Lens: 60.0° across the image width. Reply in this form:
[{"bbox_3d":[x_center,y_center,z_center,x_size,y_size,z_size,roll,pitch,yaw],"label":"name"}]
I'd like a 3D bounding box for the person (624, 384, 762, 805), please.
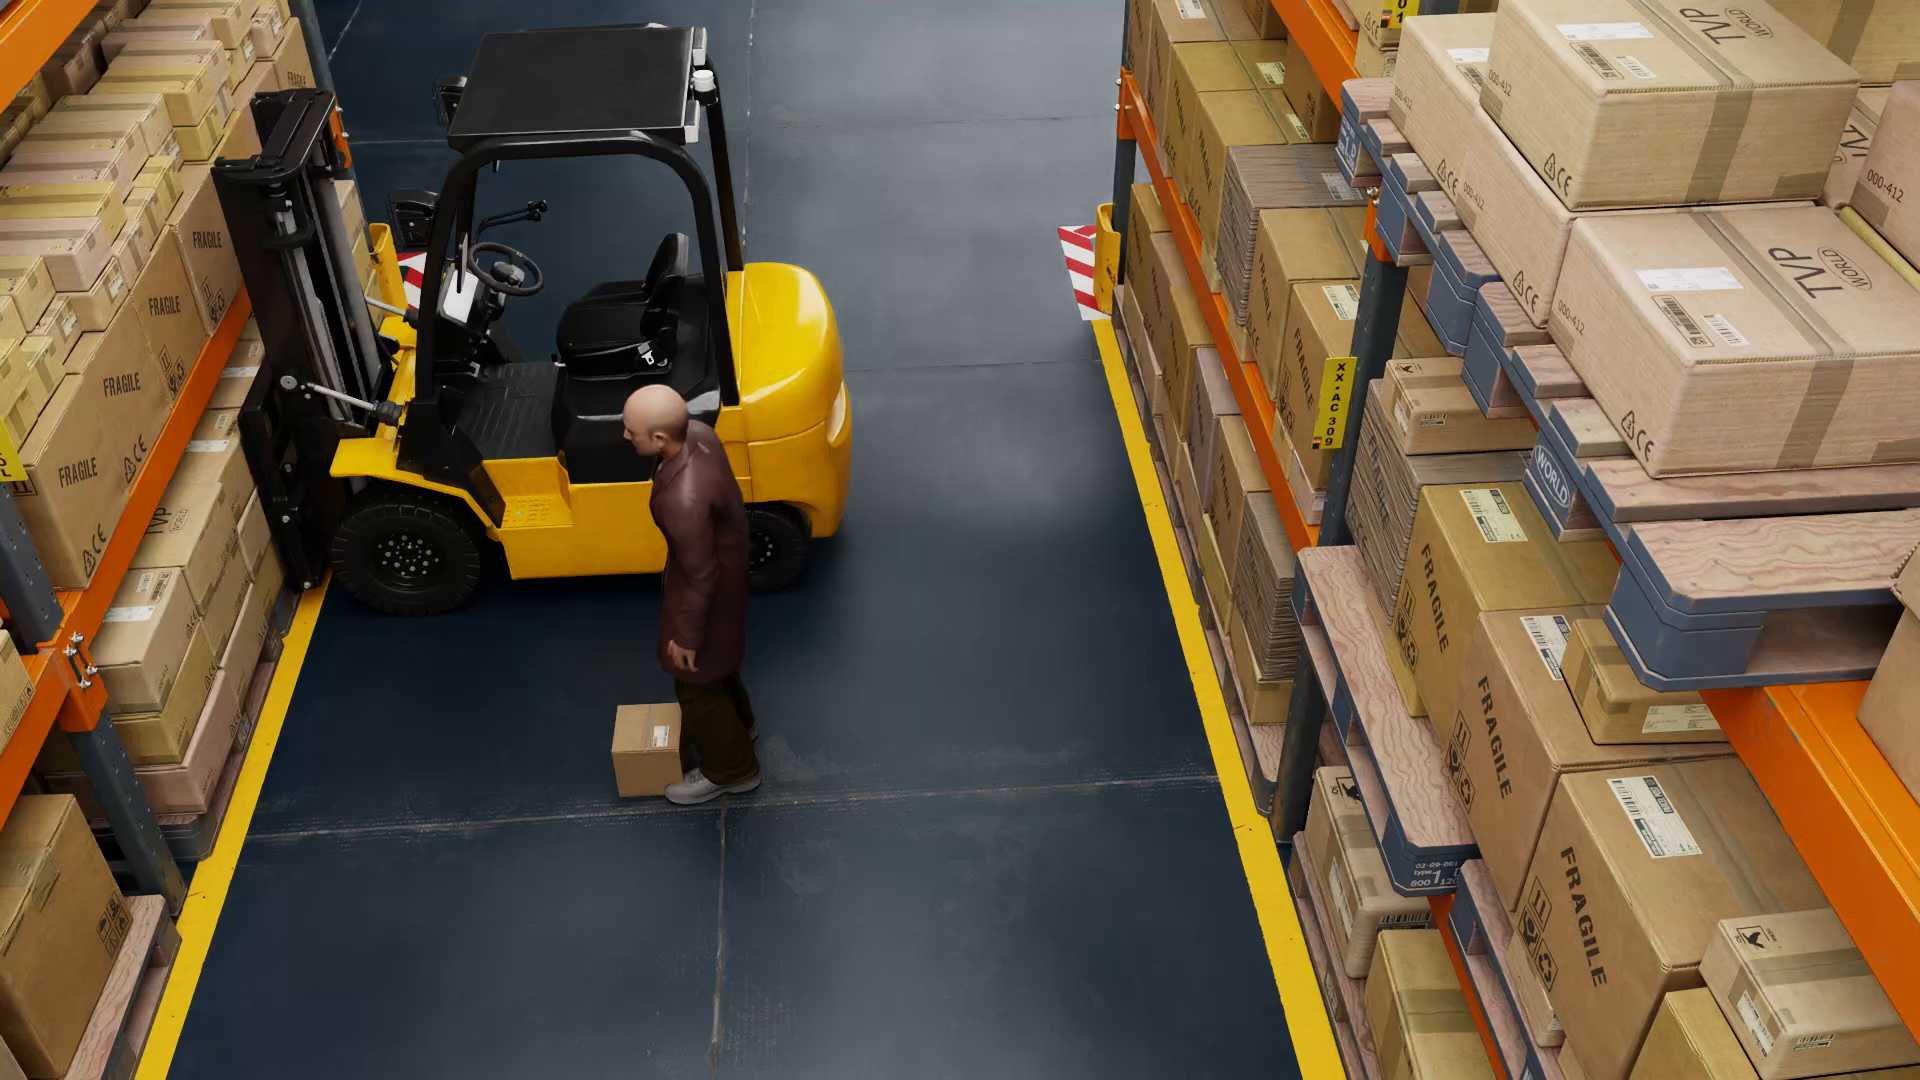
[{"bbox_3d":[-0.939,0.190,5.928,0.421,1.774,0.643,-3,39,-4],"label":"person"}]
